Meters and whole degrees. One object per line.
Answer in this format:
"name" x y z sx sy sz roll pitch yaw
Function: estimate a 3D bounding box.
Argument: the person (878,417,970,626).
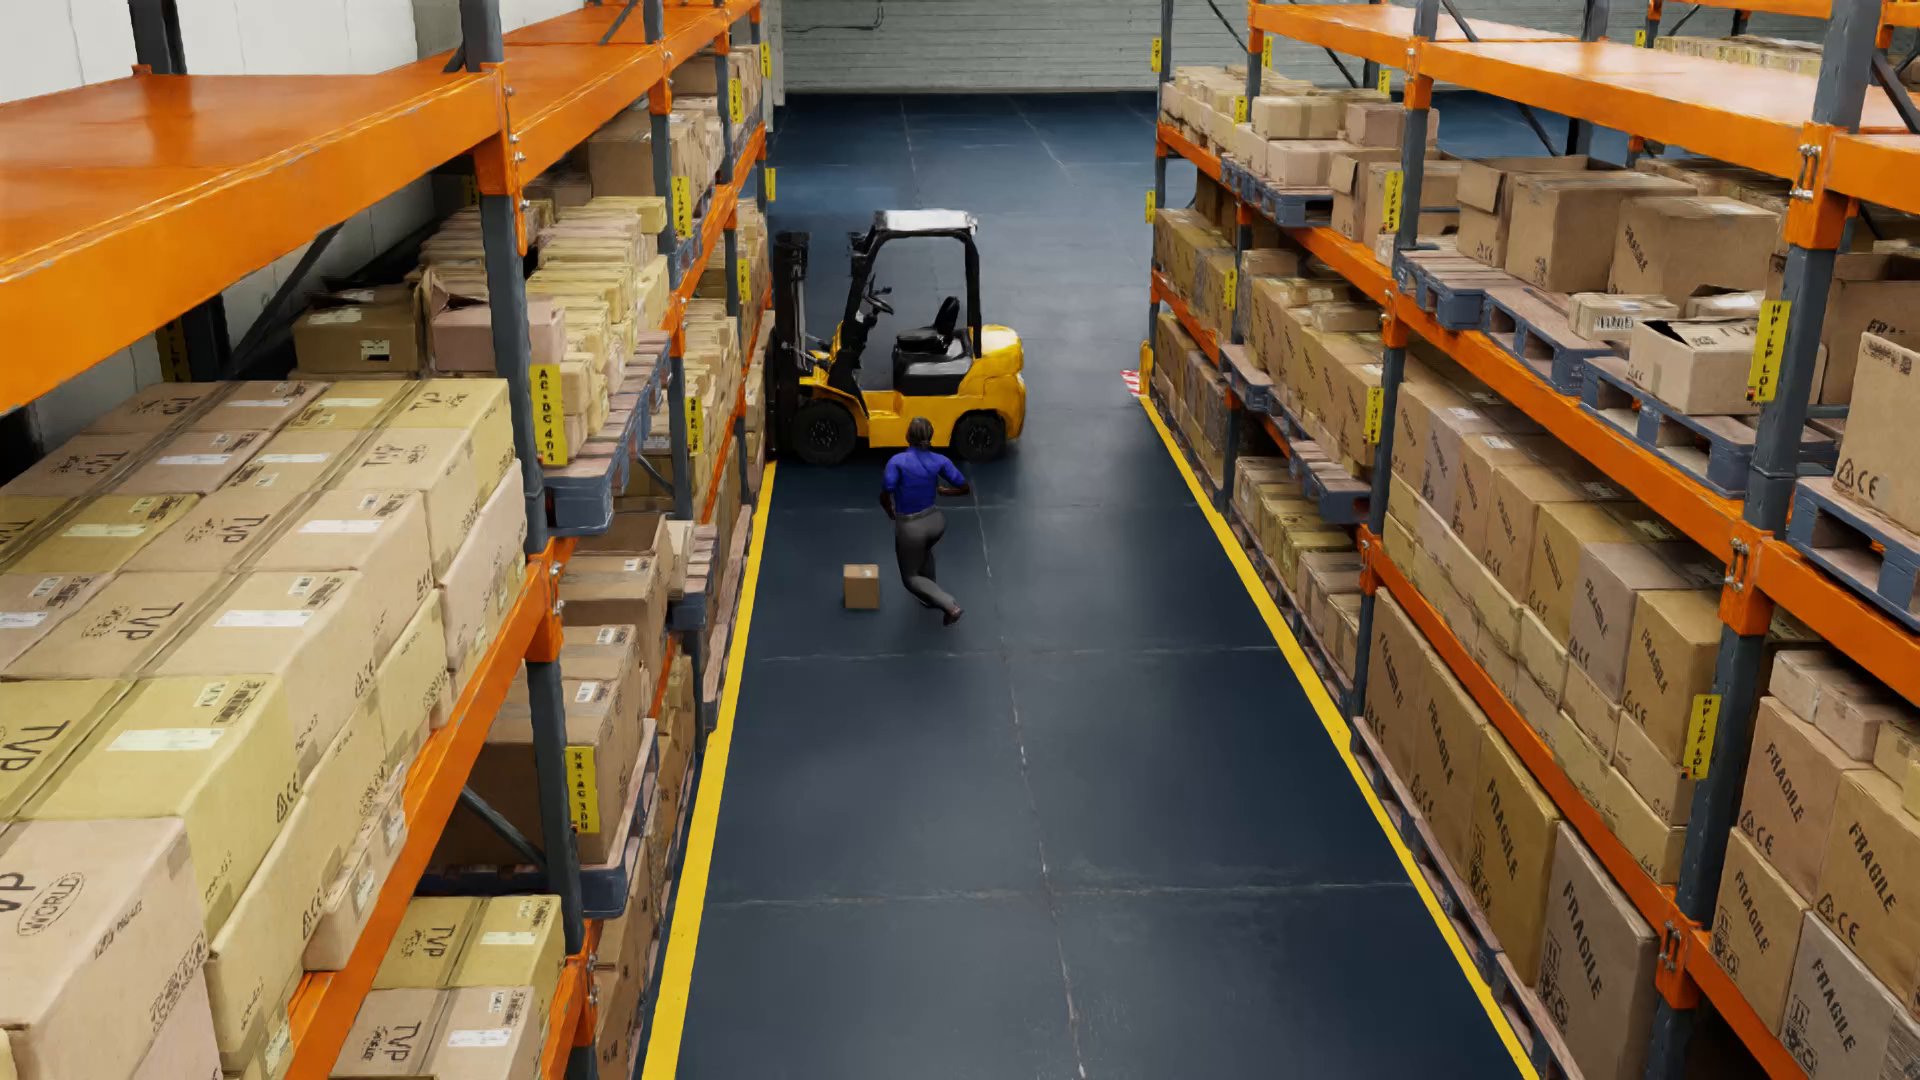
"person" -0.275 -0.132 11.600 0.637 1.524 0.910 -13 24 -32
